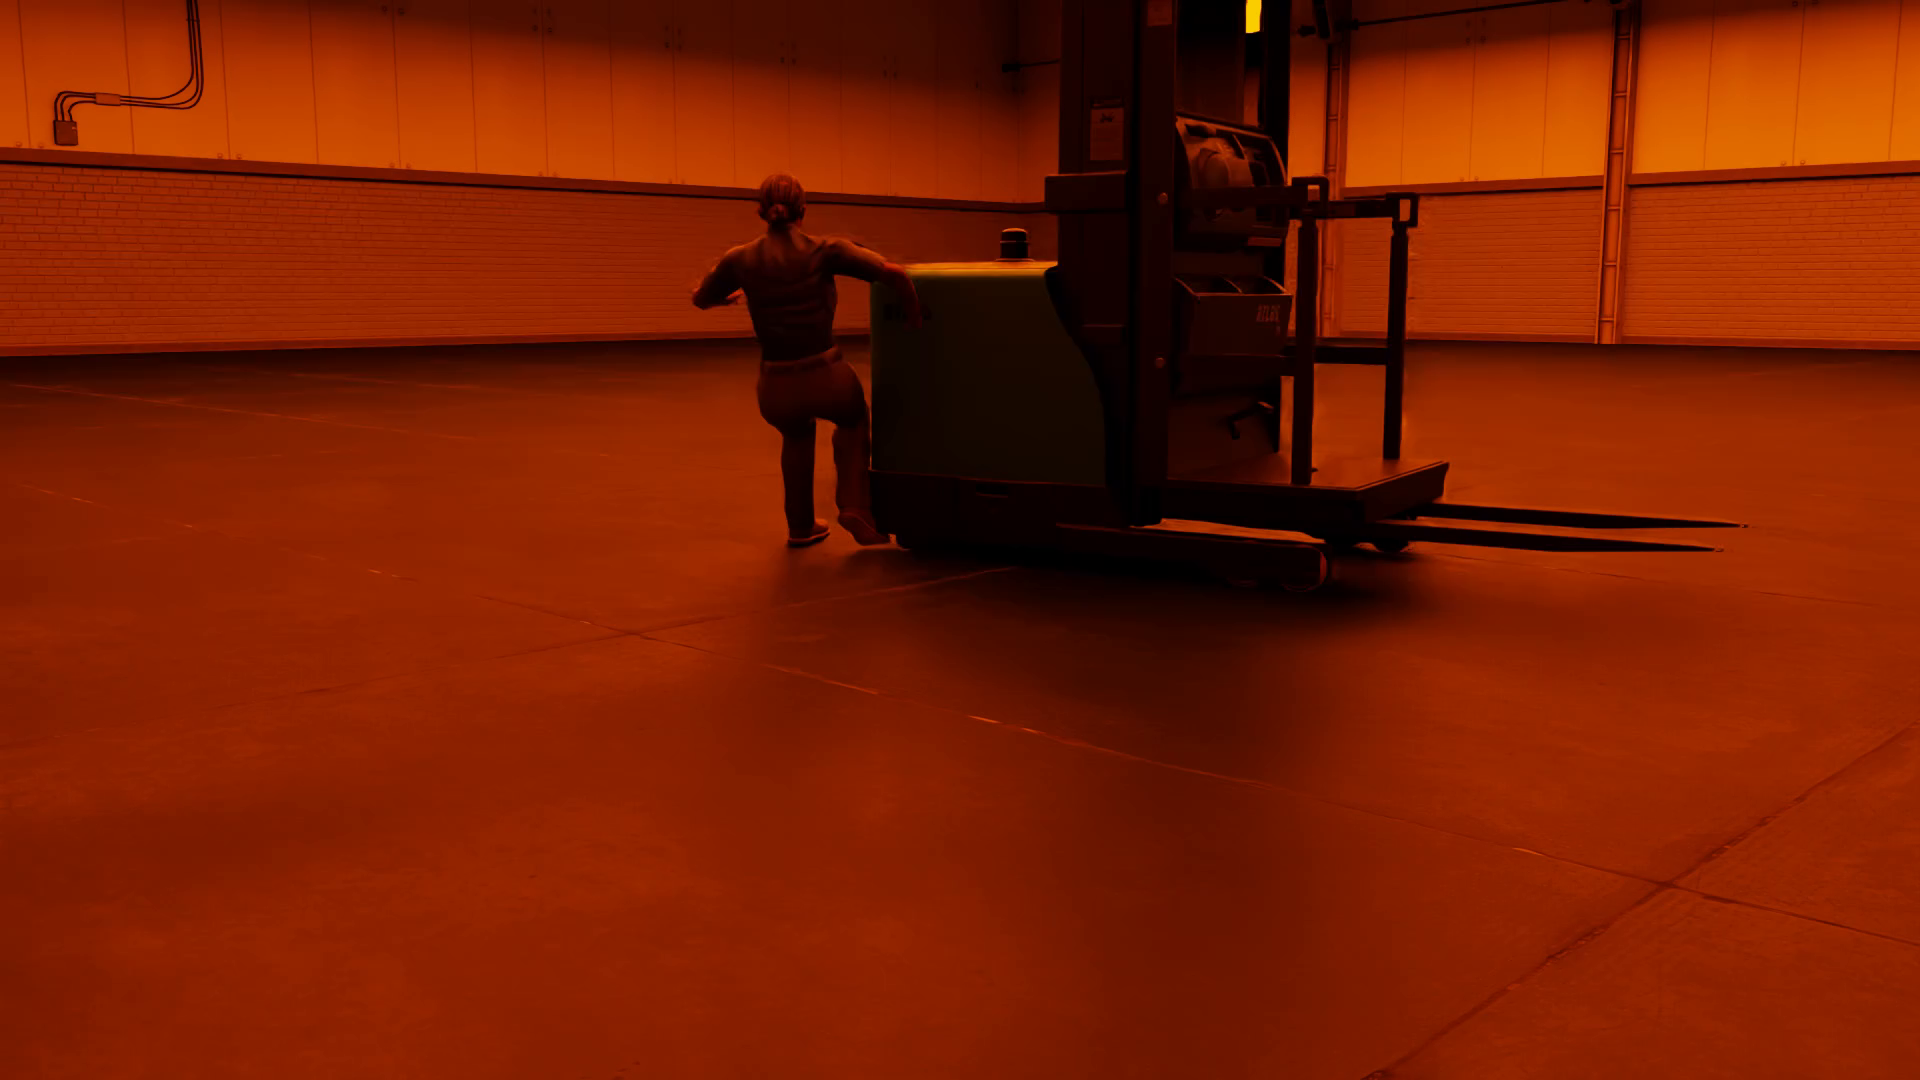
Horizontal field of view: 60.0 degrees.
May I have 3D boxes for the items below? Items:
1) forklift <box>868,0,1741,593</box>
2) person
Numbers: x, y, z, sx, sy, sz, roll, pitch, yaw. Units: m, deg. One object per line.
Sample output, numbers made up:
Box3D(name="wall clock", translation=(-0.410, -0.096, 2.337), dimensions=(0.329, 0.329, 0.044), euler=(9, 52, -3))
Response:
Box3D(name="forklift", translation=(1.165, -1.361, 5.915), dimensions=(3.031, 2.935, 1.130), euler=(5, 10, 31))
Box3D(name="person", translation=(-0.558, -0.662, 6.326), dimensions=(0.886, 1.412, 0.798), euler=(0, 9, 0))
